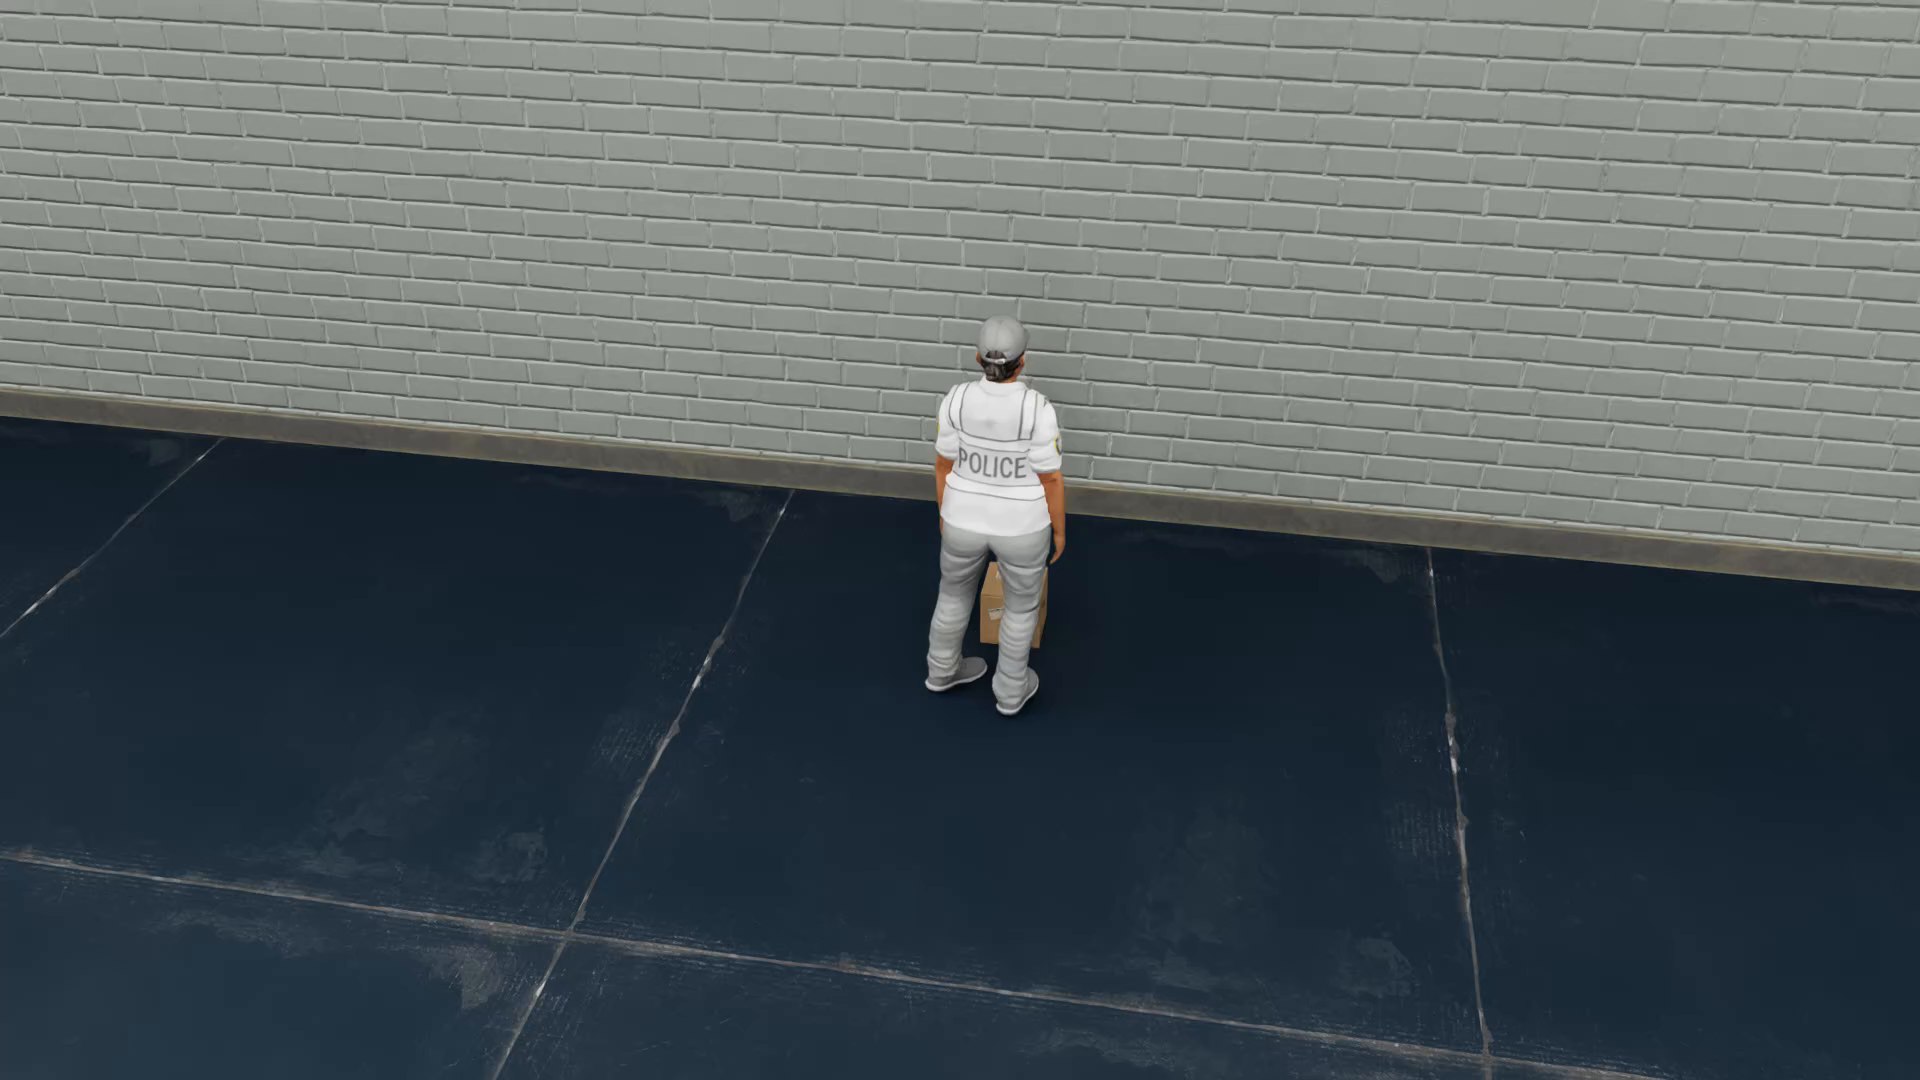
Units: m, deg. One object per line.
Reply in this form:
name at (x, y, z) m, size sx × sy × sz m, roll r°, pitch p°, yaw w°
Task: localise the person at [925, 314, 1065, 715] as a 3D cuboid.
person at (0.131, -0.072, 6.243) m, size 0.547 × 1.672 × 0.394 m, roll 10°, pitch 34°, yaw 15°
